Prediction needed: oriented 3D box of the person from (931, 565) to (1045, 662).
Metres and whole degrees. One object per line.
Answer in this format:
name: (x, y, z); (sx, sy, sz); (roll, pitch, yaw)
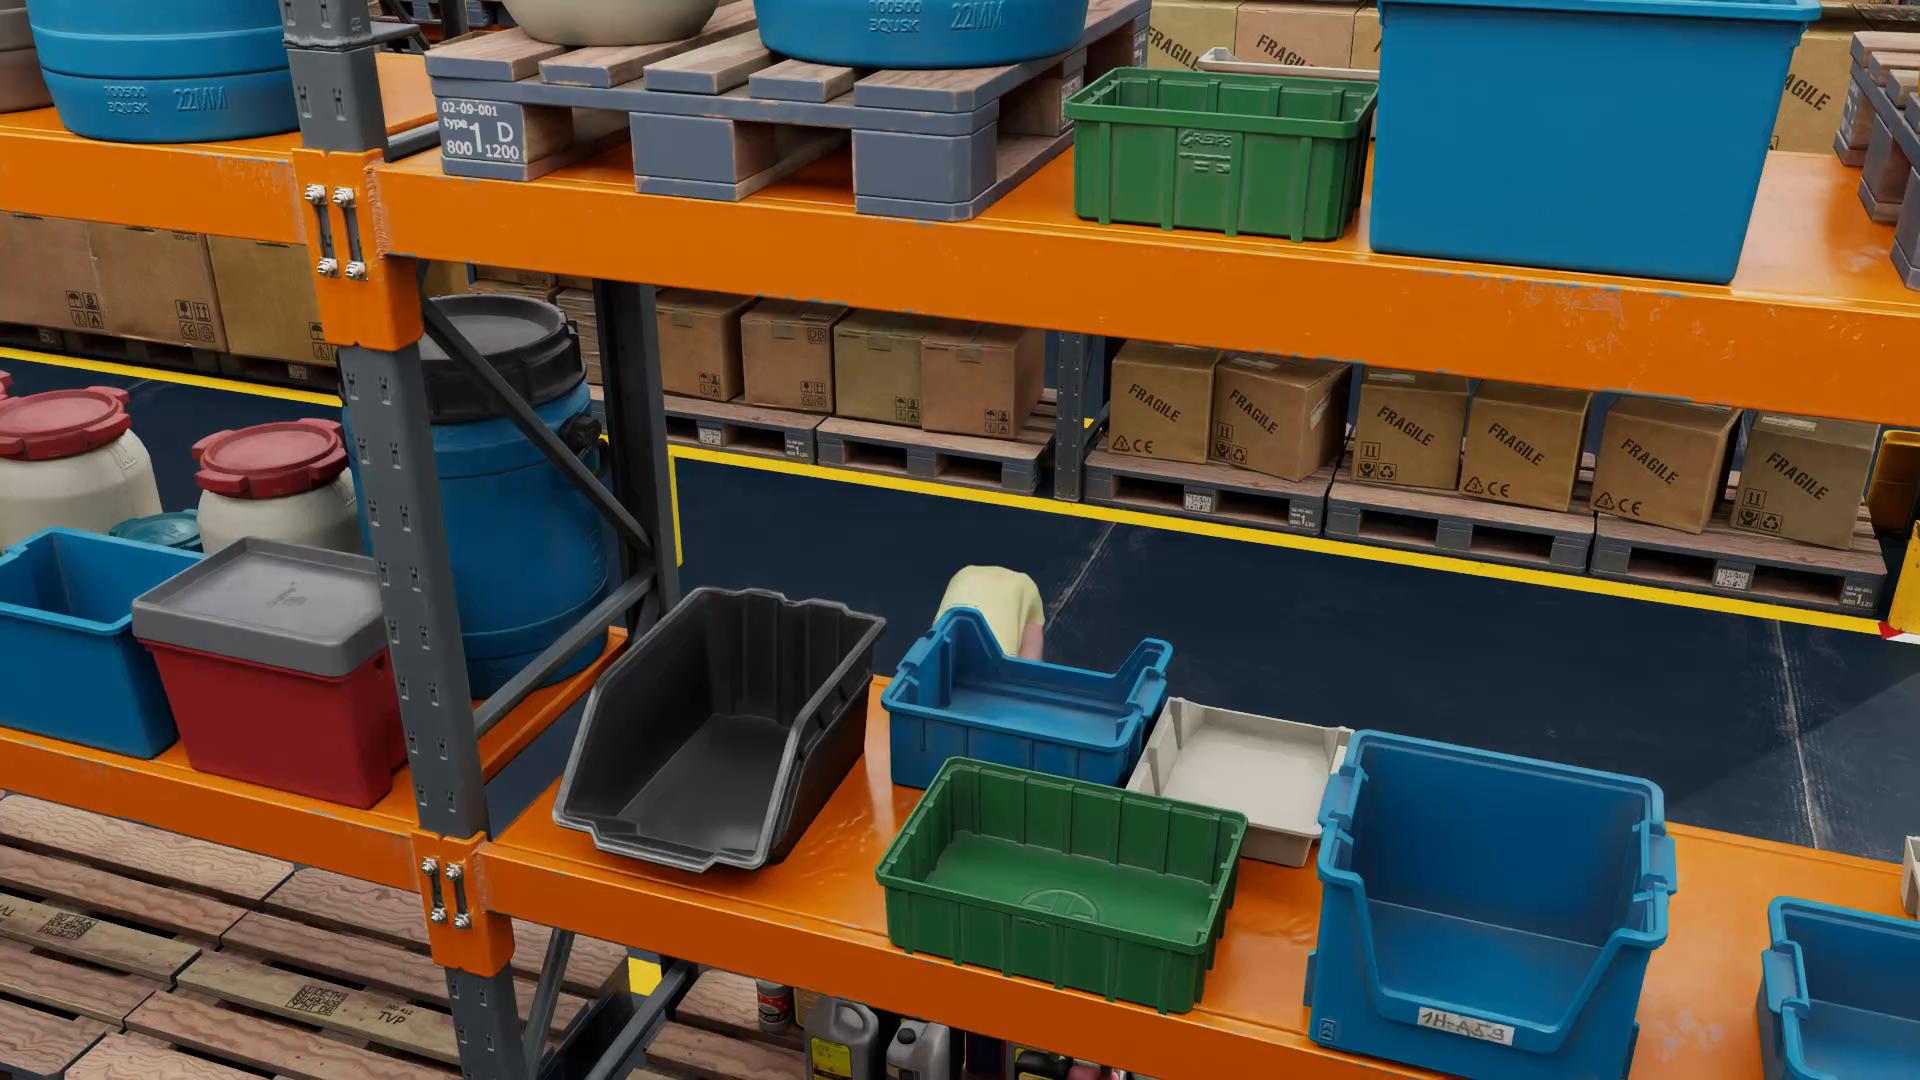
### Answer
person: (0.039, 0.608, 5.767); (0.460, 0.879, 0.849); (7, 27, 15)
